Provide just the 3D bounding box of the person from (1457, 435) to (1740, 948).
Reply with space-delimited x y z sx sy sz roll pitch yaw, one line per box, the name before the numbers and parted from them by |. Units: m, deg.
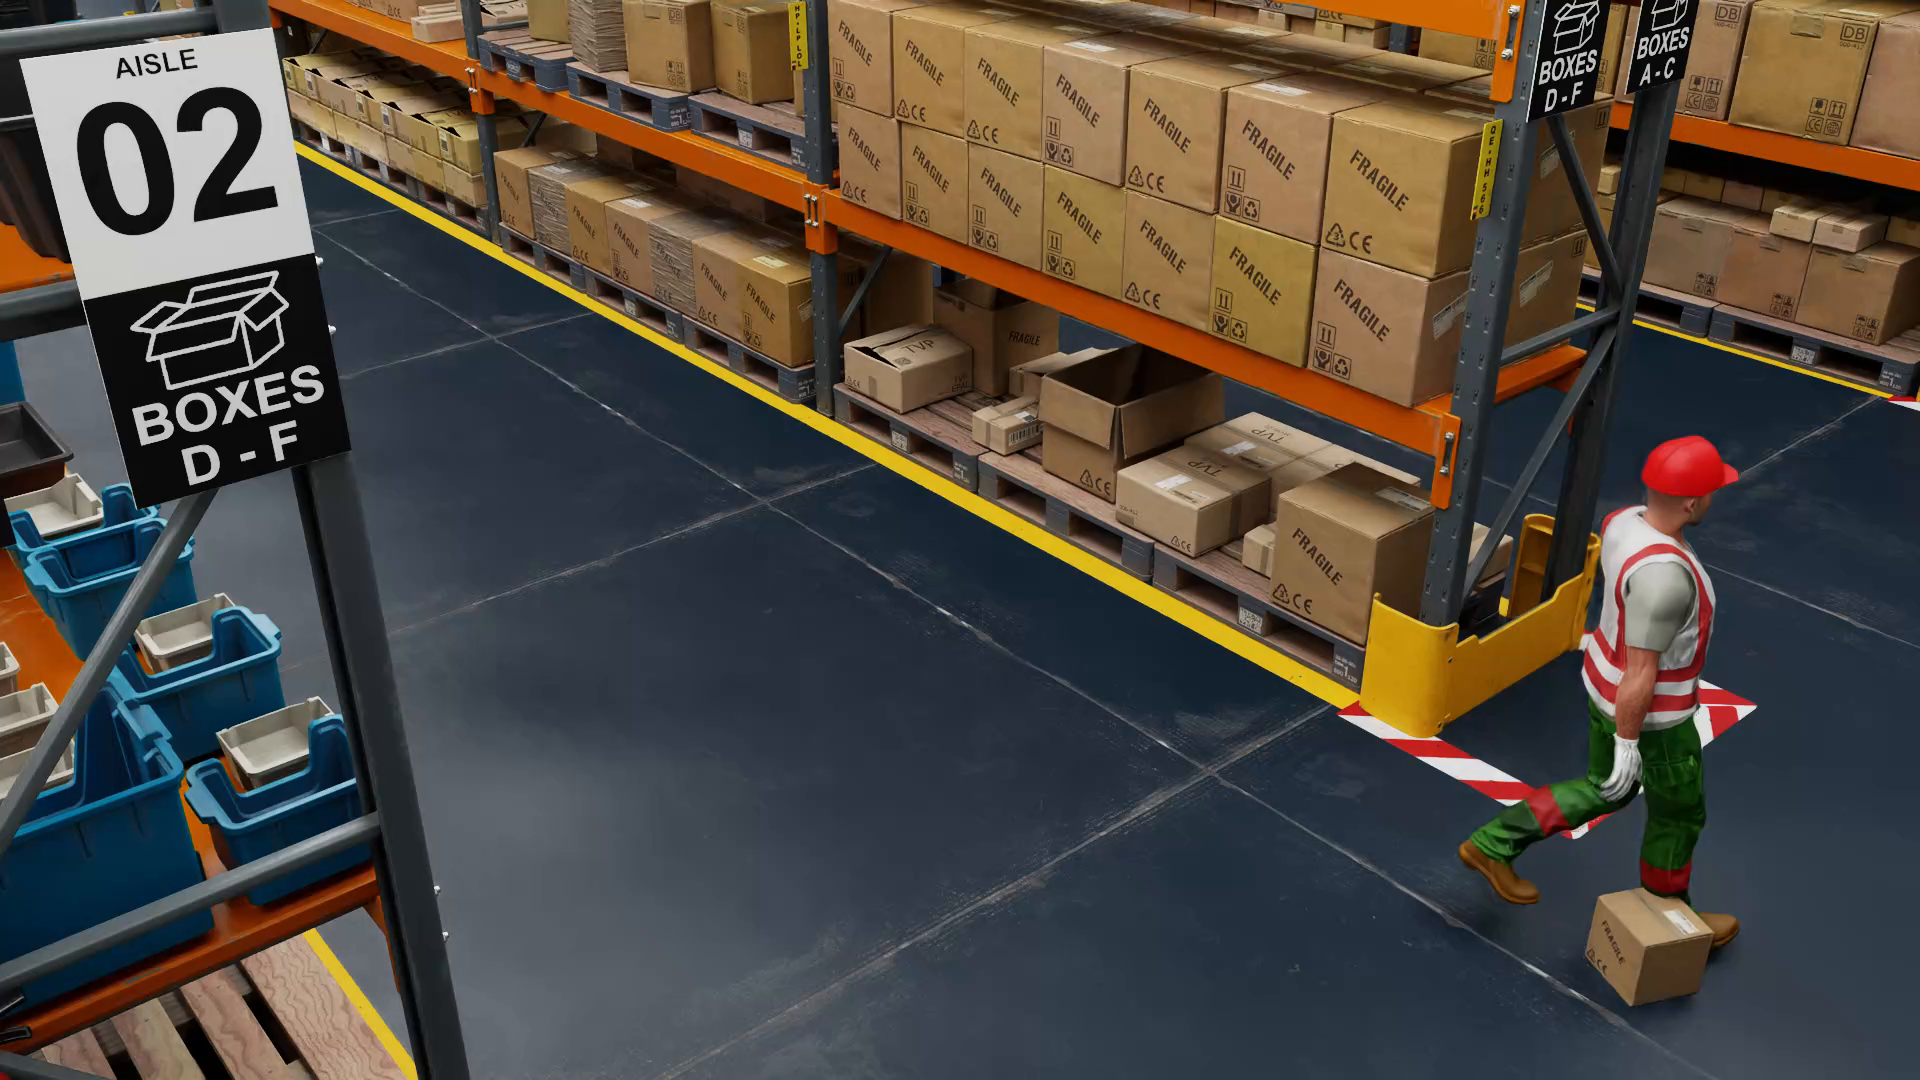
person | 2.106 0.509 5.143 0.905 1.763 0.617 4 28 7
